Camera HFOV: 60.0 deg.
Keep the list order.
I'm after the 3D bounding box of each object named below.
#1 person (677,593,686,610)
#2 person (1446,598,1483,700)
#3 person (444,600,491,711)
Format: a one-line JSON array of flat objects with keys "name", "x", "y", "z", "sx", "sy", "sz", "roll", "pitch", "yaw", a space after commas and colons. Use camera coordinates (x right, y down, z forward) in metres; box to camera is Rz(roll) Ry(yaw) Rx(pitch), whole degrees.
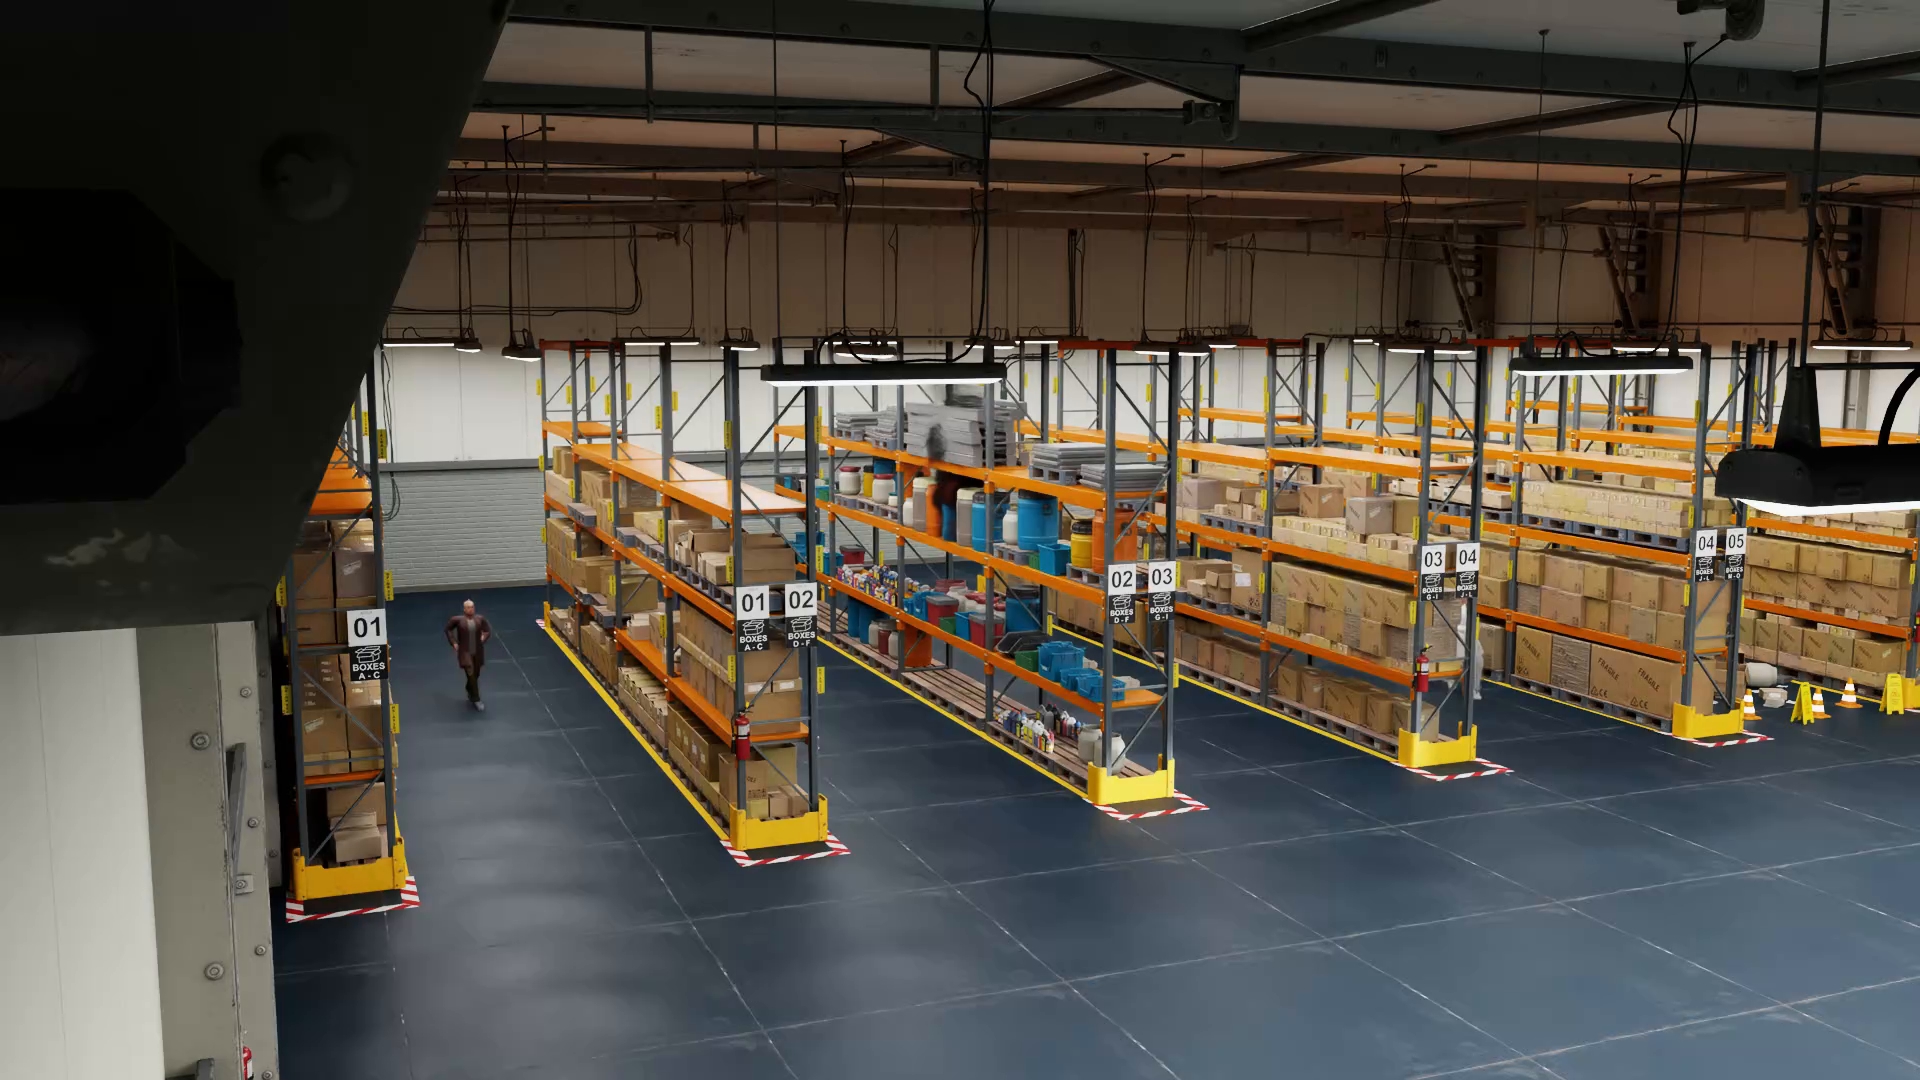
[{"name": "person", "x": -5.634, "y": 1.228, "z": 33.417, "sx": 0.605, "sy": 1.632, "sz": 0.937, "roll": -3, "pitch": 8, "yaw": -23}, {"name": "person", "x": 8.598, "y": 1.789, "z": 28.379, "sx": 0.741, "sy": 1.859, "sz": 0.944, "roll": -4, "pitch": 8, "yaw": -25}, {"name": "person", "x": -8.110, "y": 1.871, "z": 27.504, "sx": 0.716, "sy": 1.783, "sz": 0.962, "roll": -5, "pitch": 9, "yaw": -32}]
